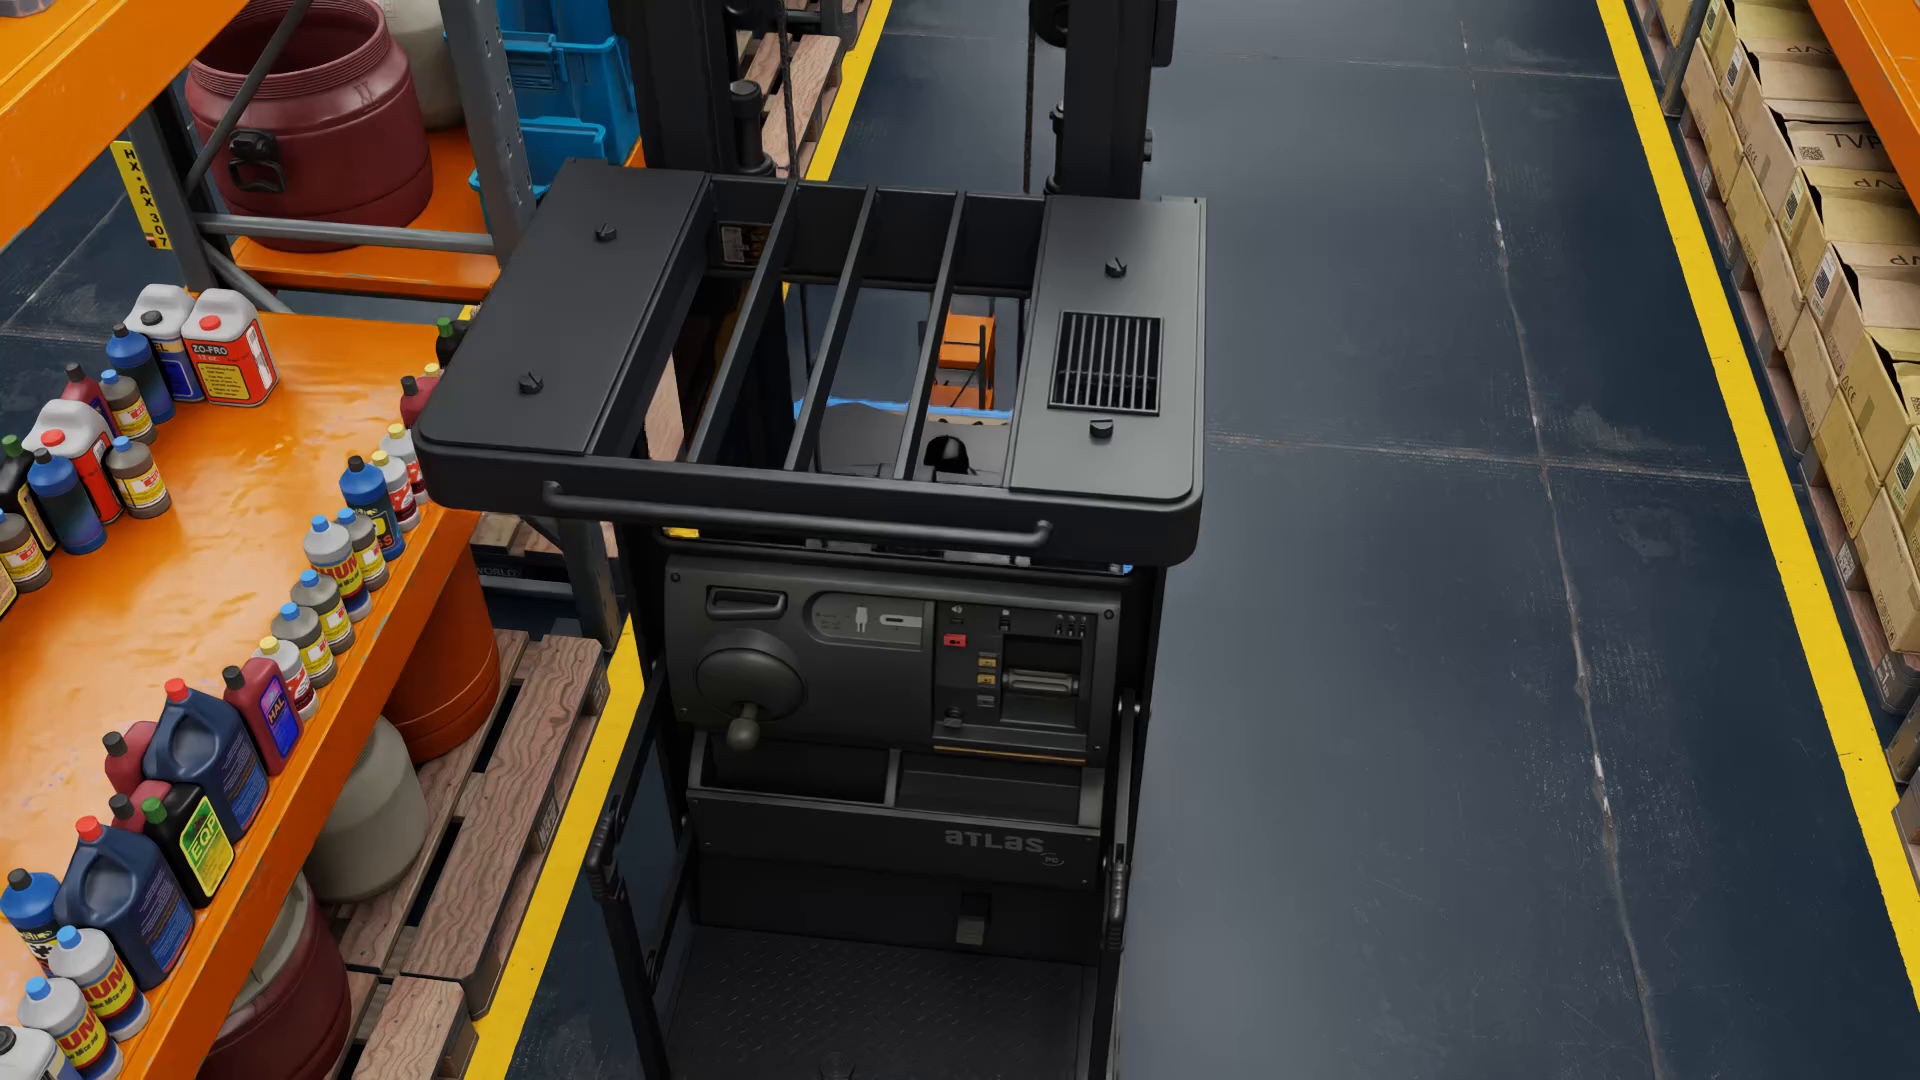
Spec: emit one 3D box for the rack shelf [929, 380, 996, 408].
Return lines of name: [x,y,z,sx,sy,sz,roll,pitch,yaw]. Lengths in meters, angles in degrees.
rack shelf: [-0.007,-0.337,5.358,0.215,0.259,0.240,5,44,6]

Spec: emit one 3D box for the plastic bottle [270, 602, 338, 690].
plastic bottle: [-1.380,0.213,3.488,0.097,0.201,0.097,0,43,0]

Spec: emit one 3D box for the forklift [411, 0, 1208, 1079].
forklift: [-0.167,0.350,3.249,1.130,2.935,3.031,5,44,5]

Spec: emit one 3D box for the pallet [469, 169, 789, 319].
pallet: [-1.304,-1.147,6.808,1.003,0.211,1.213,5,44,6]

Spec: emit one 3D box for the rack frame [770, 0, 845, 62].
rack frame: [-1.080,-3.532,7.299,1.000,3.000,0.127,5,44,6]

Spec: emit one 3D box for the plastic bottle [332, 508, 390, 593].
plastic bottle: [-1.342,0.014,3.698,0.097,0.201,0.097,0,43,0]

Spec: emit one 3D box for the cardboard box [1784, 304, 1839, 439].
cardboard box: [3.262,-0.582,5.878,0.500,0.250,0.500,6,44,6]

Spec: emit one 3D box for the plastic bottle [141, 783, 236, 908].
plastic bottle: [-1.433,0.547,3.076,0.061,0.283,0.133,5,44,6]

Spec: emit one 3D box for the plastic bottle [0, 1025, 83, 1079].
plastic bottle: [-1.546,0.895,2.713,0.152,0.276,0.135,5,44,6]

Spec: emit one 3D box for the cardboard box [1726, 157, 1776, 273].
cardboard box: [3.396,-1.279,6.614,0.500,0.250,0.500,4,44,4]

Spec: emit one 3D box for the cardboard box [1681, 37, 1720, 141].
cardboard box: [3.530,-1.981,7.355,0.500,0.250,0.500,4,44,5]

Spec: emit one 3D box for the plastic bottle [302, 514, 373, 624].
plastic bottle: [-1.355,0.055,3.604,0.097,0.271,0.097,0,43,0]

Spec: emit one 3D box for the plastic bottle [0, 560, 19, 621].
plastic bottle: [-2.141,0.062,3.588,0.061,0.283,0.133,5,44,6]

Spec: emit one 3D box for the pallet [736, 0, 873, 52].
pallet: [-0.950,-2.973,8.737,1.003,0.211,1.213,5,44,6]

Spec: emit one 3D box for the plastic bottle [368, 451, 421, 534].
plastic bottle: [-1.316,-0.119,3.838,0.097,0.201,0.097,0,43,0]

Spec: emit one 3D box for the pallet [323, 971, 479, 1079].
pallet: [-1.835,1.577,3.931,1.003,0.211,1.213,5,44,6]

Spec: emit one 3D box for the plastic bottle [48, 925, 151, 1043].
plastic bottle: [-1.490,0.754,2.866,0.097,0.271,0.097,0,43,0]

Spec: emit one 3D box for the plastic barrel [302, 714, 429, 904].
plastic barrel: [-1.643,0.673,4.362,0.421,0.512,0.421,0,43,0]

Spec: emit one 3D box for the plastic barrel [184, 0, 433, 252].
plastic barrel: [-1.848,-1.199,4.736,0.600,0.536,0.708,5,44,6]

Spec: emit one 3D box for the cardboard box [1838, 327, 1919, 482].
cardboard box: [3.188,-0.445,5.325,0.500,0.311,0.500,5,44,5]

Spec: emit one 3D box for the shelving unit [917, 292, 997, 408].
shelving unit: [-0.007,-0.345,5.351,0.215,1.050,0.252,5,44,6]

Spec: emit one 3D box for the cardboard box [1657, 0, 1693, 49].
cardboard box: [3.674,-2.569,7.976,0.500,0.250,0.500,5,44,6]

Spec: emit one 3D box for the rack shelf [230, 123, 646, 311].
rack shelf: [-1.344,-1.908,6.106,1.077,0.370,4.000,5,44,6]

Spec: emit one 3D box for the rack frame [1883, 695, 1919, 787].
rack frame: [3.301,-0.353,3.941,1.000,3.000,0.127,5,44,6]

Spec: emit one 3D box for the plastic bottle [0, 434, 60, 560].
plastic bottle: [-2.111,-0.096,3.754,0.061,0.283,0.133,5,44,6]

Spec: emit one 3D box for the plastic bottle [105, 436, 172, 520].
plastic bottle: [-1.921,-0.154,3.876,0.097,0.201,0.097,0,43,0]

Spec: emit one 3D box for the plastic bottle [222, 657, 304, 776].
plastic bottle: [-1.391,0.330,3.305,0.061,0.283,0.133,5,44,6]

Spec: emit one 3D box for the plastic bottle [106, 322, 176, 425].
plastic bottle: [-2.029,-0.417,4.103,0.097,0.271,0.097,0,43,0]

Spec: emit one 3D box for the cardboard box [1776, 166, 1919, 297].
cardboard box: [3.326,-1.130,6.048,0.500,0.311,0.500,6,44,7]

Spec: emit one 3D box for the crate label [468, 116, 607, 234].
crate label: [-1.182,-0.998,4.744,0.303,0.233,0.416,5,44,6]

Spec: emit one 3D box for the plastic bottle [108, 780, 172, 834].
plastic bottle: [-1.493,0.541,3.082,0.061,0.283,0.133,5,44,6]

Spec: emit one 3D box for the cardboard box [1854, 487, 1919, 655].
cardboard box: [3.128,0.112,5.144,0.500,0.250,0.500,6,44,7]

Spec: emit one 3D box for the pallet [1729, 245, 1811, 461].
pallet: [3.612,-0.727,6.365,1.003,0.211,1.213,5,44,6]

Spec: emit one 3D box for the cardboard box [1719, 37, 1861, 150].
cardboard box: [3.456,-1.837,6.795,0.500,0.311,0.500,5,44,5]

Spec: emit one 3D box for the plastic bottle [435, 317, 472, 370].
plastic bottle: [-1.239,-0.449,4.128,0.061,0.283,0.133,5,44,6]

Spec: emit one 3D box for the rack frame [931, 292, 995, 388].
rack frame: [0.009,-0.428,5.438,0.200,1.050,0.008,5,44,6]

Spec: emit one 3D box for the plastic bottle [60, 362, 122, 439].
plastic bottle: [-2.075,-0.278,3.947,0.061,0.283,0.133,5,44,6]

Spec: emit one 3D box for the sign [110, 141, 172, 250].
sign: [-2.155,-0.910,4.411,0.100,0.325,0.005,5,44,6]

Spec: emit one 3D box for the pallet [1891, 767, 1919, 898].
pallet: [3.164,1.165,4.366,1.003,0.211,1.213,5,44,6]

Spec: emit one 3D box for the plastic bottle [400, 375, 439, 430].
plastic bottle: [-1.270,-0.292,3.961,0.061,0.283,0.133,5,44,6]

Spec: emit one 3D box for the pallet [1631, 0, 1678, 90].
pallet: [3.976,-2.605,8.348,1.003,0.211,1.213,5,44,6]
